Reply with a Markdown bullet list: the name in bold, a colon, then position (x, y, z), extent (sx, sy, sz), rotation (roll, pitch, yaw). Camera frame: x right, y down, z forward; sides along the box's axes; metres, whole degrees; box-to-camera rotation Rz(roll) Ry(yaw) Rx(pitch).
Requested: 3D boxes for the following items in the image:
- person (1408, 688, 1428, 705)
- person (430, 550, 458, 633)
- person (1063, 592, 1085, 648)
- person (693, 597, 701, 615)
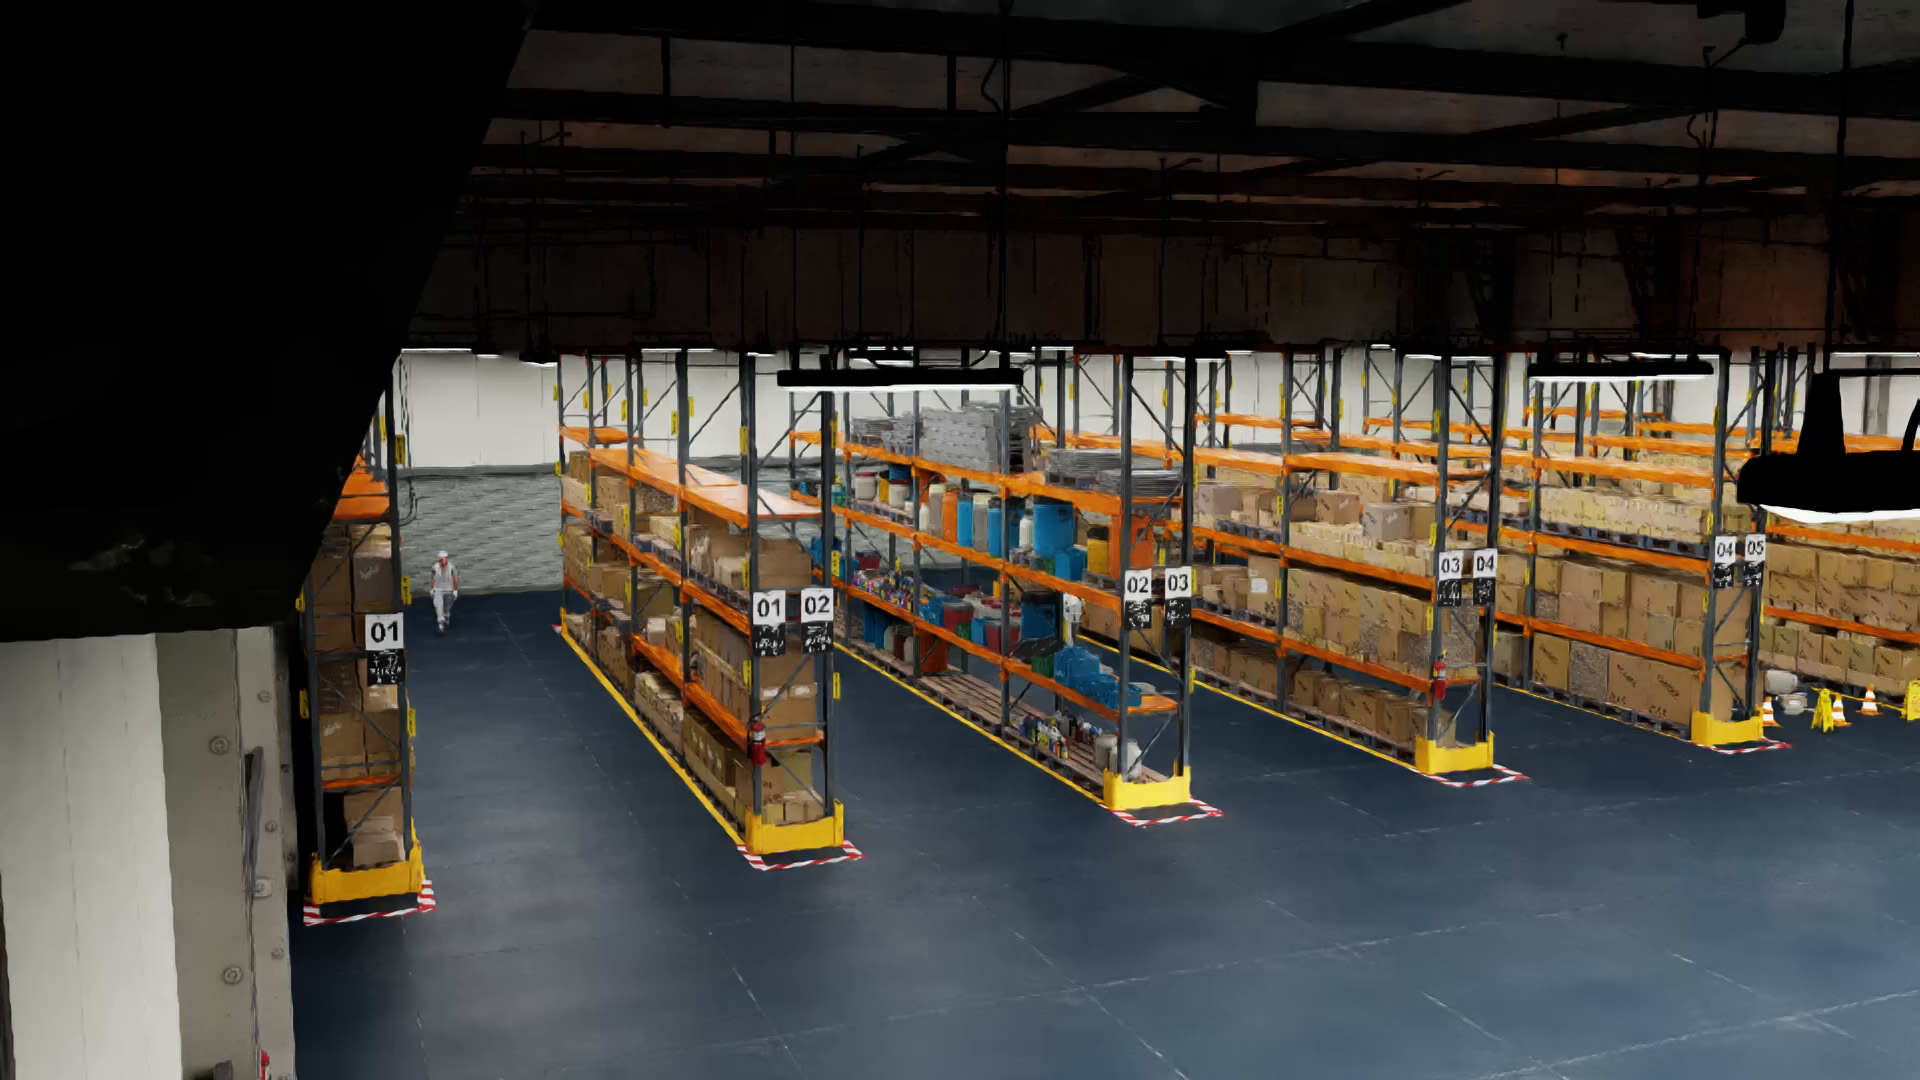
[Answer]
- **person**: position (7.626, 2.029, 27.293), extent (0.708, 1.714, 0.578), rotation (-3, 8, -24)
- **person**: position (-10.786, 1.055, 34.785), extent (0.550, 1.709, 1.128), rotation (-3, 8, -23)
- **person**: position (2.156, 1.508, 31.716), extent (0.481, 1.580, 1.094), rotation (-2, 8, -18)
- **person**: position (-4.986, 1.505, 31.964), extent (0.610, 1.572, 0.780), rotation (-2, 8, -16)
